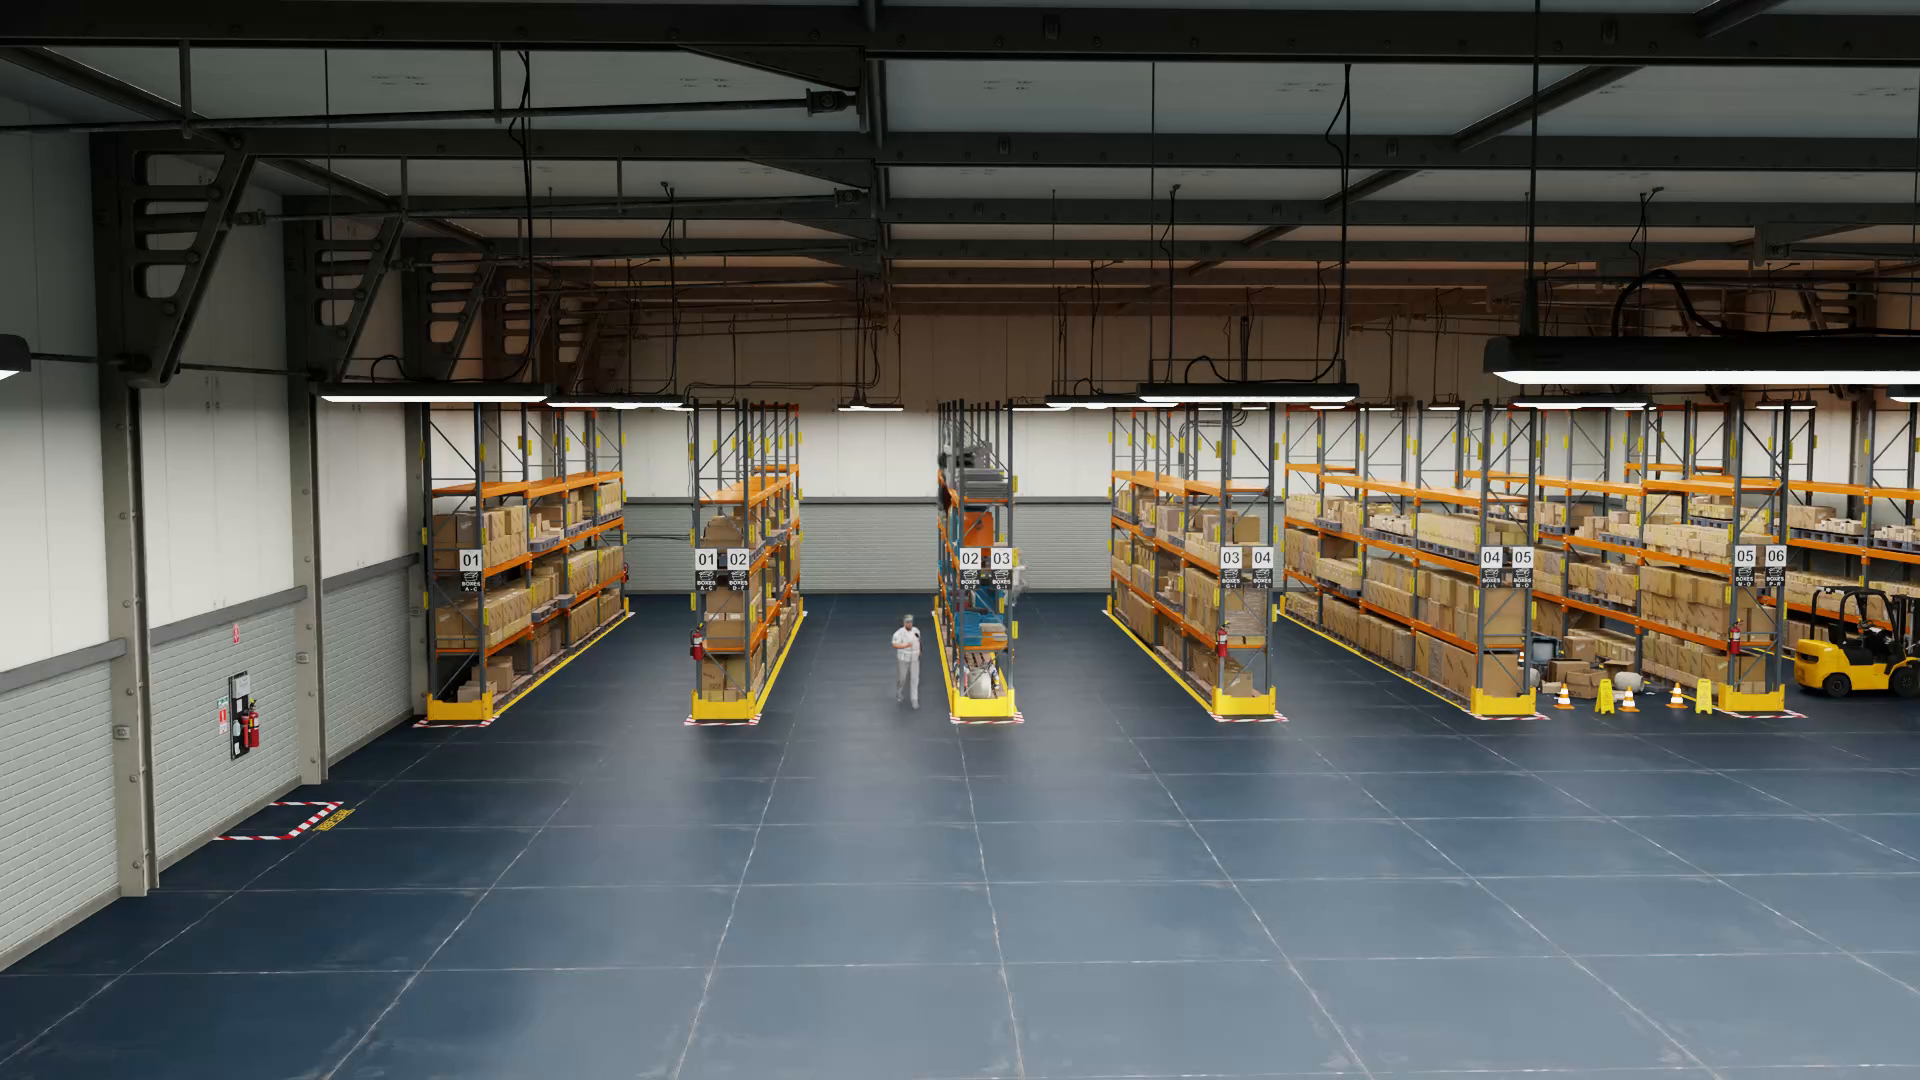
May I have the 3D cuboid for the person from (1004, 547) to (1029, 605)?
[{"bbox_3d":[1.664,1.073,49.587,0.844,1.732,0.759,1,4,11],"label":"person"}]

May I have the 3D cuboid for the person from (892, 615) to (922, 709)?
[{"bbox_3d":[-1.034,2.340,32.590,0.647,1.795,0.959,-1,5,-18],"label":"person"}]
